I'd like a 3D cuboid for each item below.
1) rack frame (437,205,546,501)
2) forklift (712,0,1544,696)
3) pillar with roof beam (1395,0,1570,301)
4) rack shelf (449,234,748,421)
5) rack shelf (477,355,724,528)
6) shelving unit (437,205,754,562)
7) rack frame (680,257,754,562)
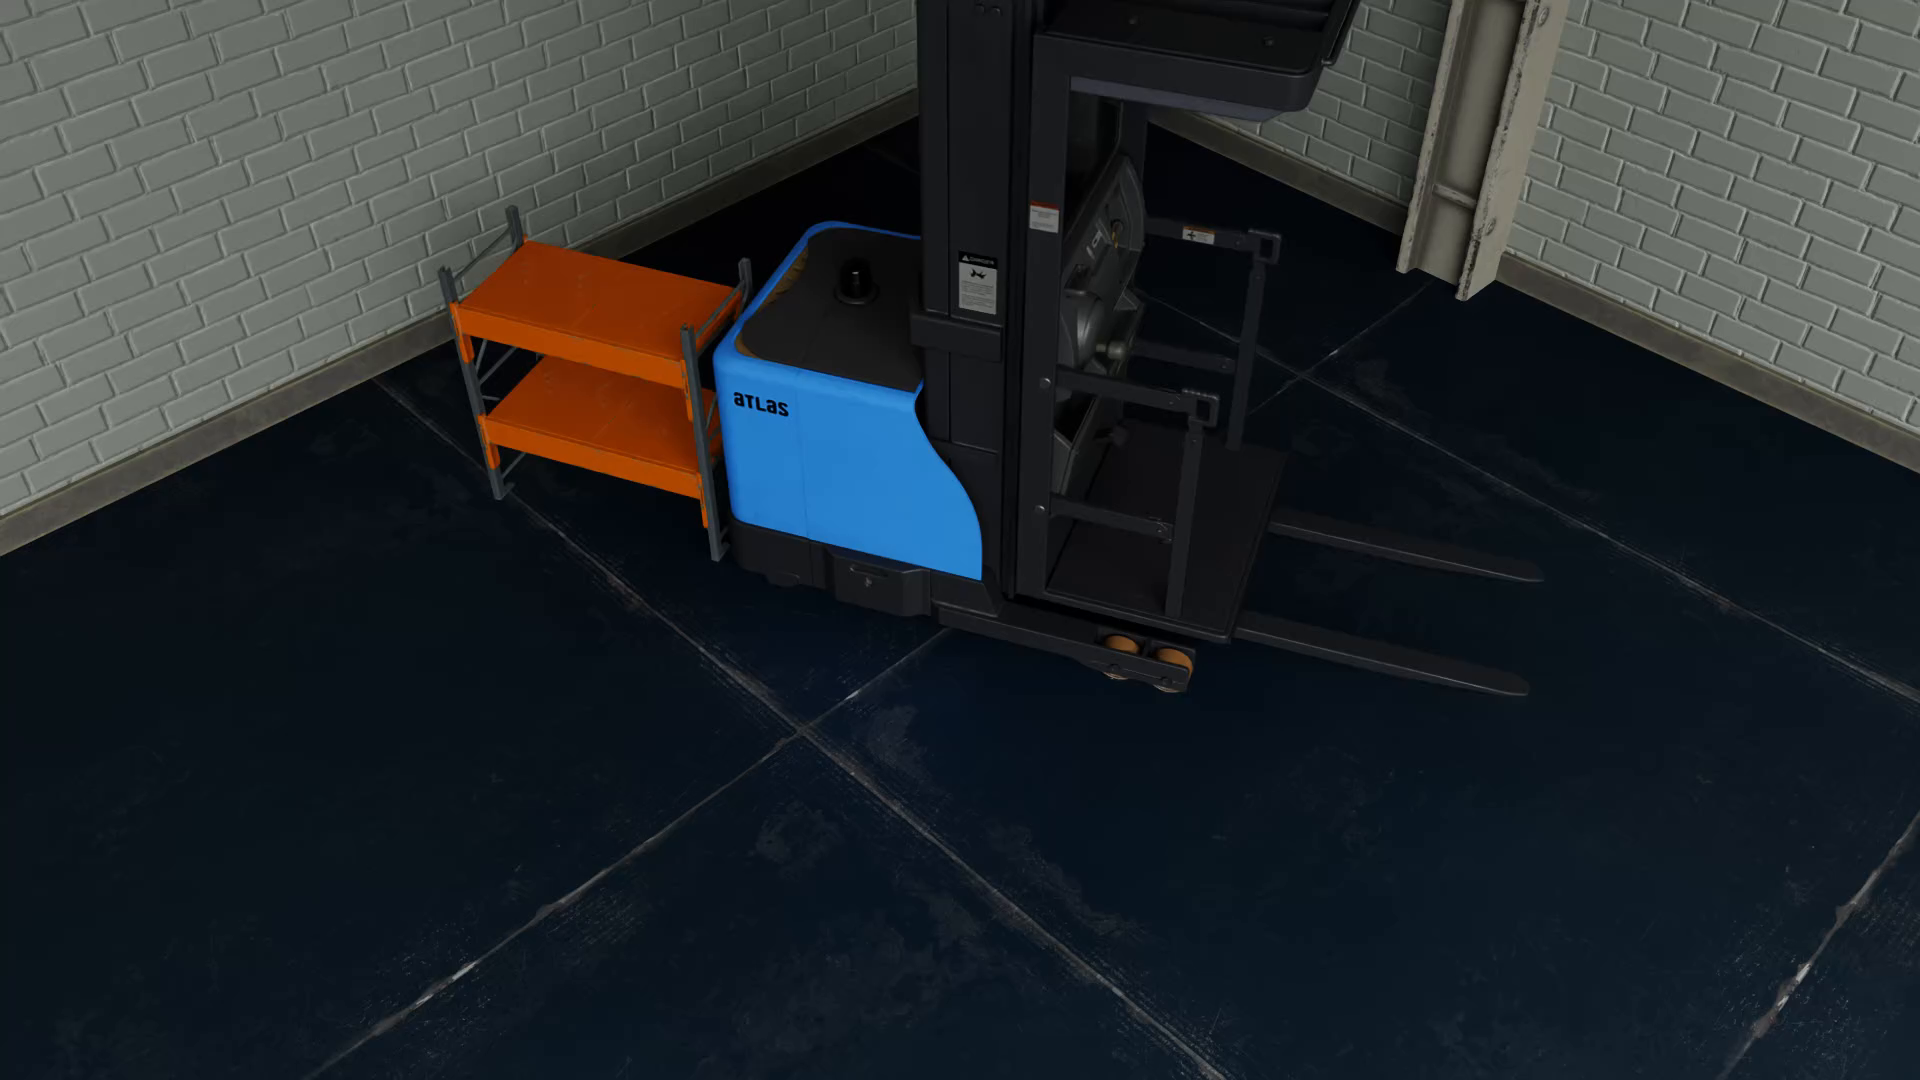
[{"bbox_3d":[-1.837,-0.739,6.720,0.032,1.125,0.500,15,45,16],"label":"rack frame"},{"bbox_3d":[0.673,-0.923,5.589,3.031,2.935,1.130,13,44,14],"label":"forklift"},{"bbox_3d":[-0.658,-2.555,2.884,9.100,9.000,0.400,-34,53,-31],"label":"pillar with roof beam"},{"bbox_3d":[-1.363,-0.828,6.386,1.000,0.278,0.538,15,45,16],"label":"rack shelf"},{"bbox_3d":[-1.363,-0.433,6.750,1.000,0.278,0.538,15,45,16],"label":"rack shelf"},{"bbox_3d":[-1.363,-0.613,6.585,1.048,1.125,0.538,15,45,16],"label":"shelving unit"},{"bbox_3d":[-0.890,-0.487,6.449,0.032,1.125,0.500,15,45,16],"label":"rack frame"}]
